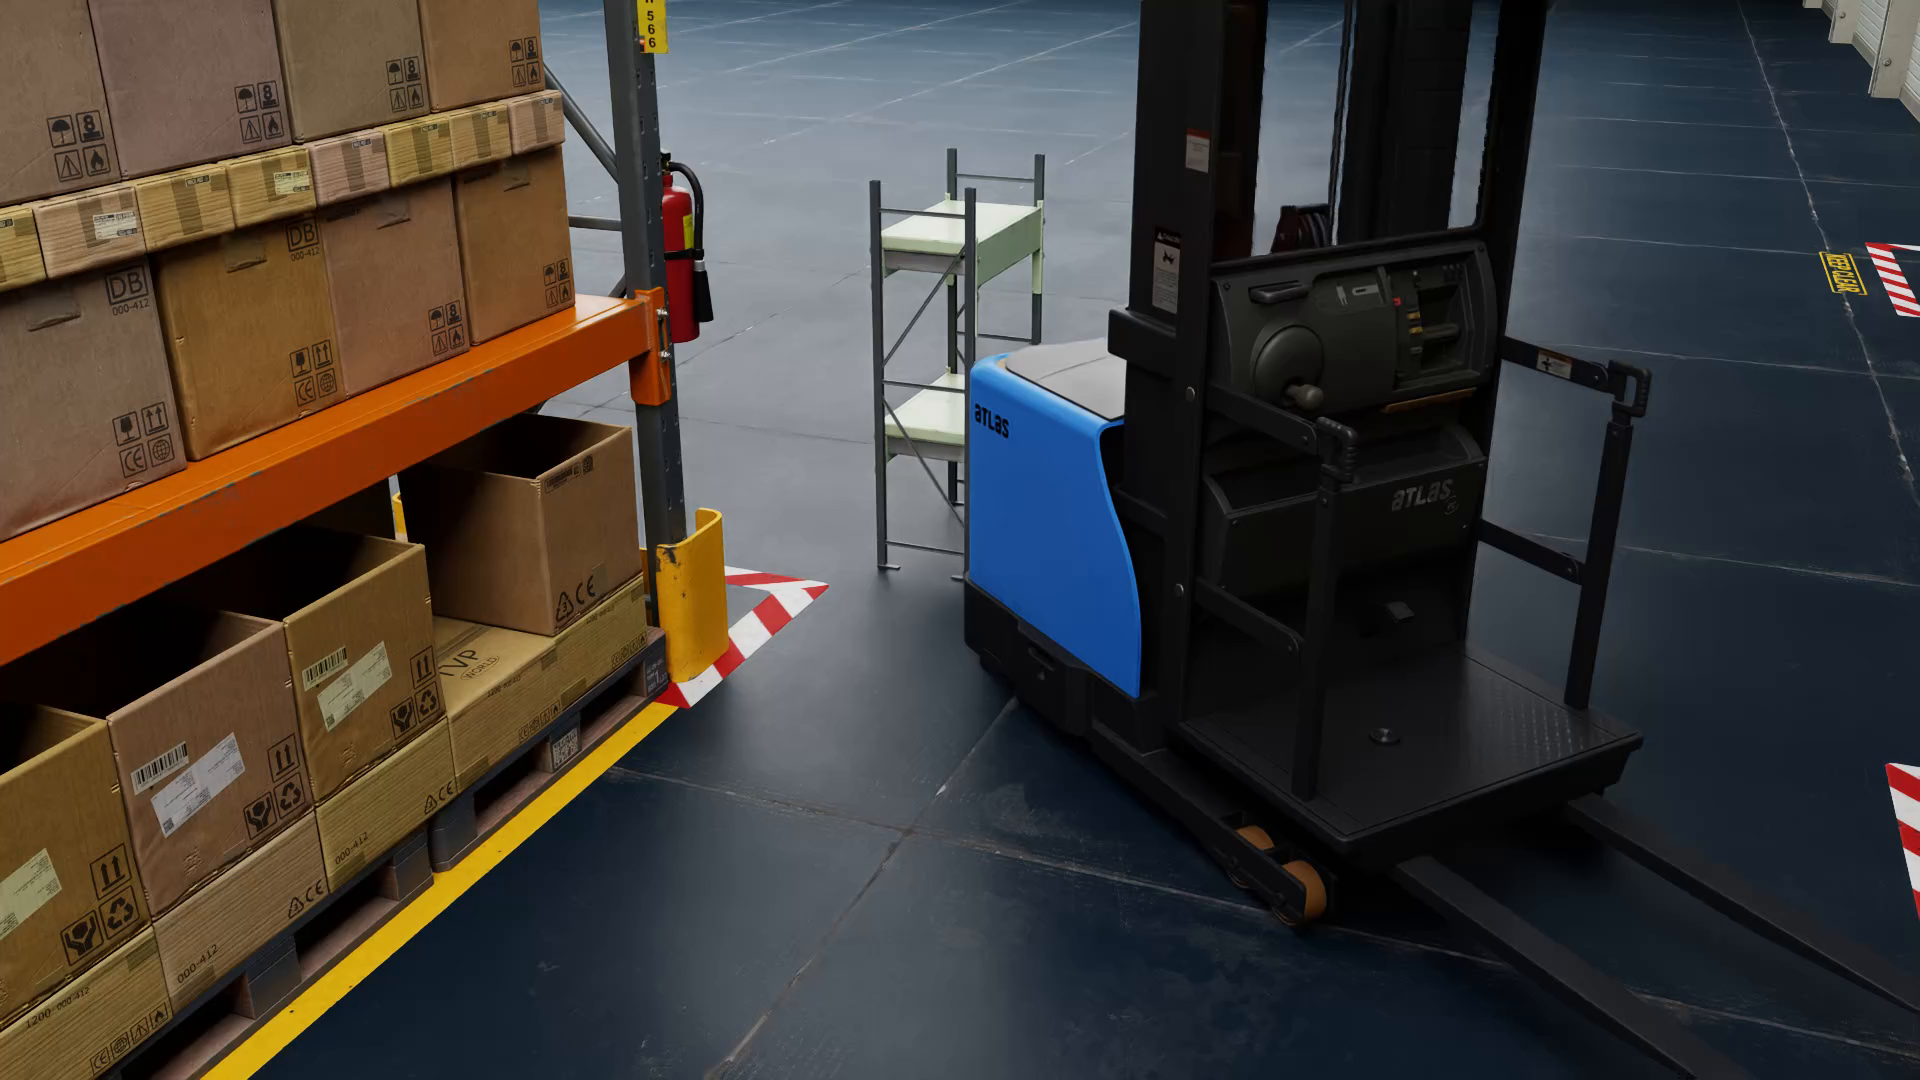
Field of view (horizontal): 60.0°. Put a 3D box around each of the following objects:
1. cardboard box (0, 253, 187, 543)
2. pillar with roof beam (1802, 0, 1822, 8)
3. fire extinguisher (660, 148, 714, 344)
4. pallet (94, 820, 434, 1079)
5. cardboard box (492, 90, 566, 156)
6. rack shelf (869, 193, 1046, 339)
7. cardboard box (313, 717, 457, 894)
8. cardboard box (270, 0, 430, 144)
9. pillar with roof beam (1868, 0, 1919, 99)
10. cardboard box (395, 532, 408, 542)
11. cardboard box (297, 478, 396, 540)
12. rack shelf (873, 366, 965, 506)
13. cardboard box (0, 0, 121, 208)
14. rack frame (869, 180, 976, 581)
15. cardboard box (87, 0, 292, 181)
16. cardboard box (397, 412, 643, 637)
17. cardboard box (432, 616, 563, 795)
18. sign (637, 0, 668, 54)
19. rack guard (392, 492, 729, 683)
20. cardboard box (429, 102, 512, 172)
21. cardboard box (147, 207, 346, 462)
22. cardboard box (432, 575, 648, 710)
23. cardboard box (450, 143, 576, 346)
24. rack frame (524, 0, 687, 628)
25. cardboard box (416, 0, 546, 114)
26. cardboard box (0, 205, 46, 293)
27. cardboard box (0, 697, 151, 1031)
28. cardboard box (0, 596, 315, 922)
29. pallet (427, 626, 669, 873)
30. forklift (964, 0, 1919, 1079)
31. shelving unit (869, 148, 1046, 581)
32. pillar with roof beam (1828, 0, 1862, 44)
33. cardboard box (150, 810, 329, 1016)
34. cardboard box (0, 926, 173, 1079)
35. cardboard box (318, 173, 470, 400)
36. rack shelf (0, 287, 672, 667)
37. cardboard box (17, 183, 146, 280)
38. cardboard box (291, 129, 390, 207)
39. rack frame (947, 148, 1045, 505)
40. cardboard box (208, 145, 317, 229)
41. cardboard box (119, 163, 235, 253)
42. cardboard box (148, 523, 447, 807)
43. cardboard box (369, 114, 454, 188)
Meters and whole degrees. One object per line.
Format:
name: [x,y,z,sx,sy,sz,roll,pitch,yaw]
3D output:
cardboard box: [-2.164,-0.358,3.585,0.700,0.500,0.500,10,24,22]
pillar with roof beam: [10.884,-14.069,28.757,9.100,9.000,0.400,9,24,20]
fire extinguisher: [-0.931,-0.971,5.284,0.296,0.674,0.183,9,24,20]
pallet: [-2.106,0.970,4.154,1.003,0.211,1.213,9,24,20]
cardboard box: [-1.371,-1.213,4.790,0.380,0.149,0.250,8,24,19]
rack shelf: [0.002,-1.055,6.316,0.431,0.370,0.720,9,24,20]
cardboard box: [-1.690,0.638,4.354,0.500,0.250,0.500,9,24,20]
cardboard box: [-1.801,-1.303,4.165,0.700,0.500,0.500,8,24,19]
pillar with roof beam: [6.427,-9.775,18.477,9.100,9.000,0.400,9,24,20]
cardboard box: [-1.812,0.204,5.393,0.500,0.250,0.500,9,24,20]
cardboard box: [-1.996,0.037,4.820,0.500,0.500,0.500,9,24,20]
rack shelf: [0.002,-0.394,6.592,0.431,0.370,0.720,9,24,20]
cardboard box: [-2.174,-0.943,3.303,0.700,0.500,0.500,9,24,20]
rack frame: [-0.133,-0.563,6.153,0.400,1.500,0.023,9,24,20]
cardboard box: [-1.988,-1.122,3.733,0.700,0.500,0.500,9,24,20]
cardboard box: [-1.329,-0.068,5.070,0.500,0.500,0.500,9,24,20]
cardboard box: [-1.505,0.459,4.783,0.500,0.250,0.500,9,24,20]
sign: [-0.907,-1.592,4.861,0.100,0.325,0.005,9,24,20]
rack guard: [-1.397,0.113,5.830,1.175,0.500,0.348,9,24,20]
cardboard box: [-1.467,-1.119,4.566,0.380,0.149,0.250,9,24,21]
cardboard box: [-1.972,-0.547,4.038,0.700,0.500,0.500,9,24,20]
cardboard box: [-1.331,0.278,5.216,0.500,0.250,0.500,9,24,20]
cardboard box: [-1.591,-0.912,4.912,0.700,0.500,0.500,9,24,20]
rack frame: [-1.406,-1.031,5.327,1.000,3.000,0.127,9,24,20]
cardboard box: [-1.611,-1.492,4.617,0.700,0.500,0.500,9,24,20]
cardboard box: [-2.040,-0.569,3.248,0.380,0.149,0.250,9,24,20]
cardboard box: [-2.058,0.650,3.352,0.500,0.500,0.500,9,24,20]
cardboard box: [-1.874,0.471,3.781,0.500,0.500,0.500,9,24,20]
pallet: [-1.651,0.535,5.195,1.003,0.211,1.213,9,24,20]
forklift: [1.176,-0.547,4.257,1.130,2.935,3.031,-12,26,-27]
shelving unit: [0.002,-0.694,6.467,0.431,1.500,0.755,9,24,20]
pillar with roof beam: [8.656,-11.922,23.617,9.100,9.000,0.400,9,24,20]
cardboard box: [-1.877,0.816,3.926,0.500,0.250,0.500,9,24,20]
cardboard box: [-2.057,0.996,3.496,0.500,0.250,0.500,9,24,20]
cardboard box: [-1.782,-0.724,4.461,0.700,0.500,0.500,9,24,21]
rack shelf: [-2.149,0.016,3.753,1.077,0.370,4.000,9,24,20]
cardboard box: [-1.945,-0.657,3.461,0.380,0.149,0.250,8,24,19]
cardboard box: [-1.657,-0.938,4.132,0.380,0.149,0.250,9,24,21]
rack frame: [0.138,-0.825,6.780,0.400,1.500,0.023,9,24,20]
cardboard box: [-1.755,-0.844,3.907,0.380,0.149,0.250,10,25,22]
cardboard box: [-1.851,-0.749,3.681,0.380,0.149,0.250,9,24,22]
cardboard box: [-1.687,0.292,4.209,0.500,0.500,0.500,9,24,20]
cardboard box: [-1.562,-1.027,4.347,0.380,0.149,0.250,8,24,19]
